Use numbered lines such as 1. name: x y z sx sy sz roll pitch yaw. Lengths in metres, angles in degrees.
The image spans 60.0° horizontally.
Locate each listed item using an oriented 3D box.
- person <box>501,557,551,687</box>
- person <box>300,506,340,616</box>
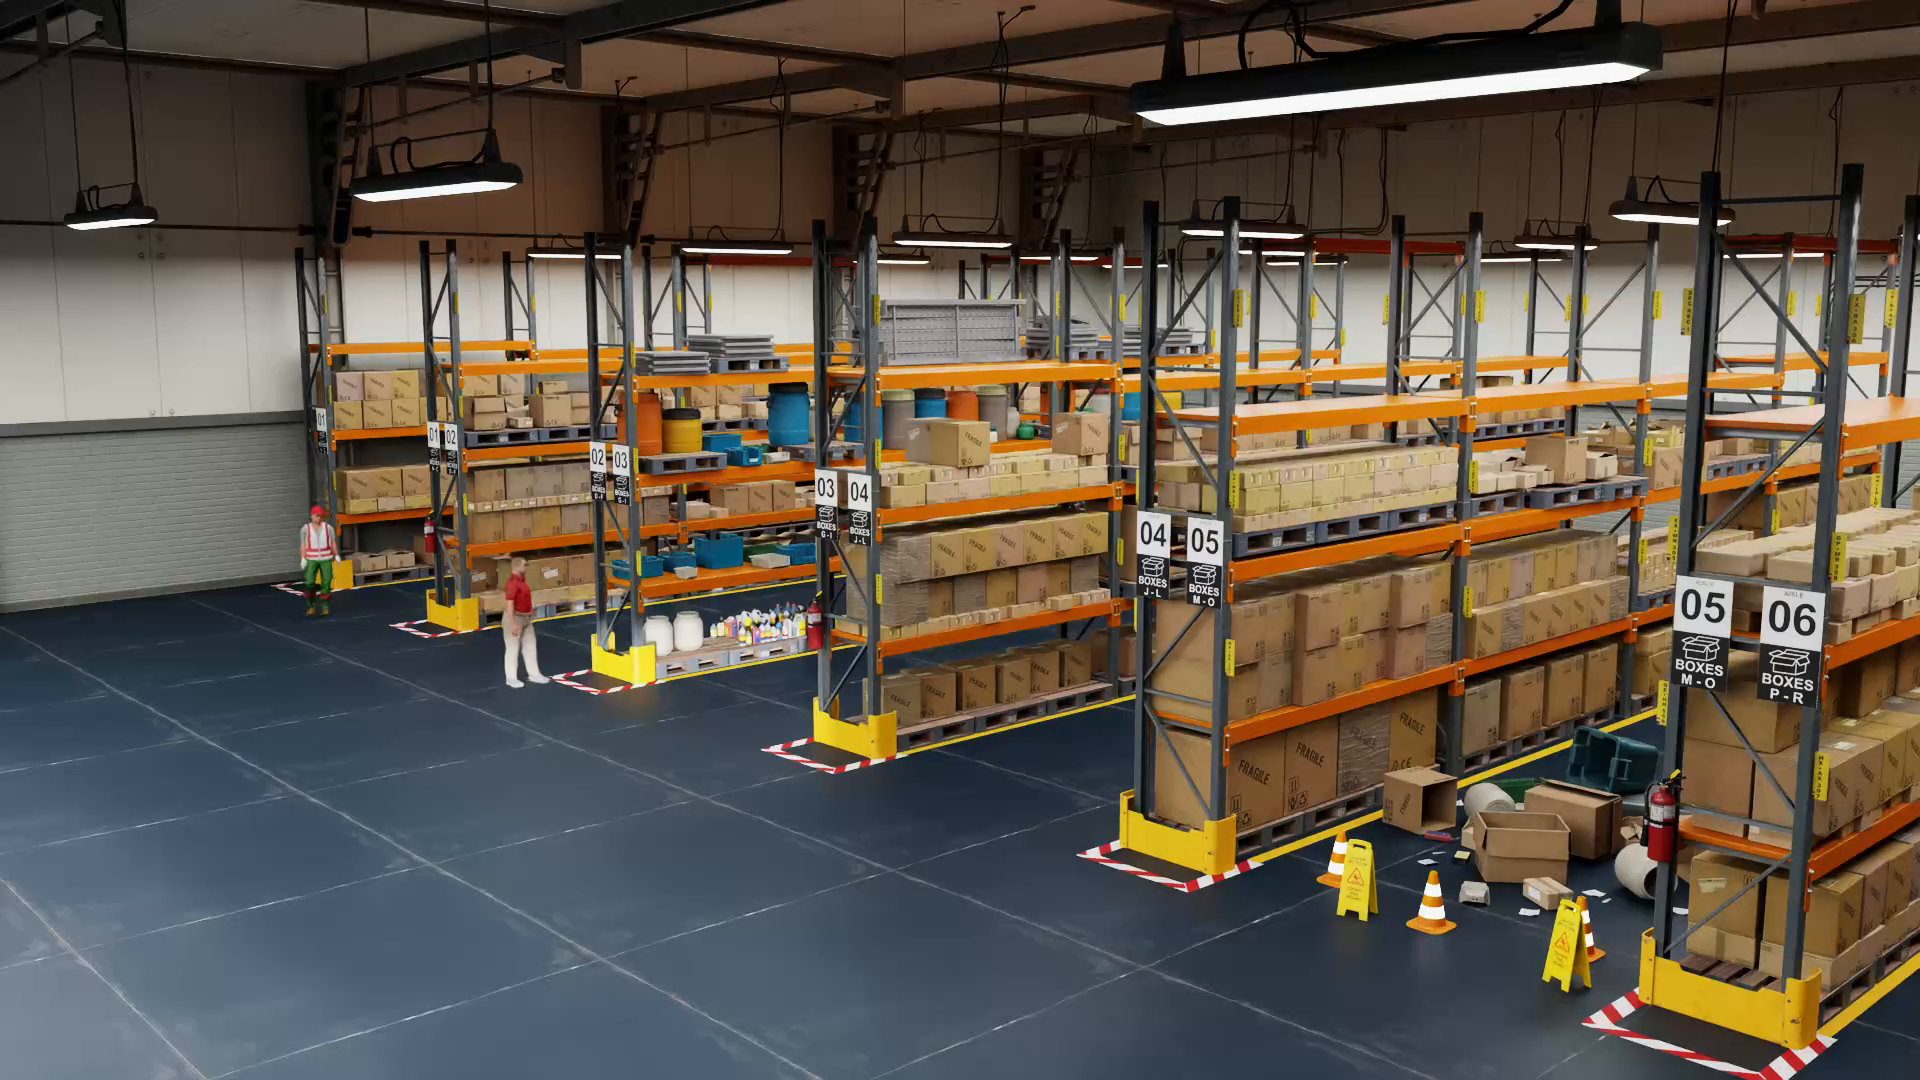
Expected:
1. person: -5.816 1.095 22.113 0.498 1.746 0.638 2 9 13
2. person: -10.397 0.352 27.029 0.604 1.811 0.396 -4 9 -24
